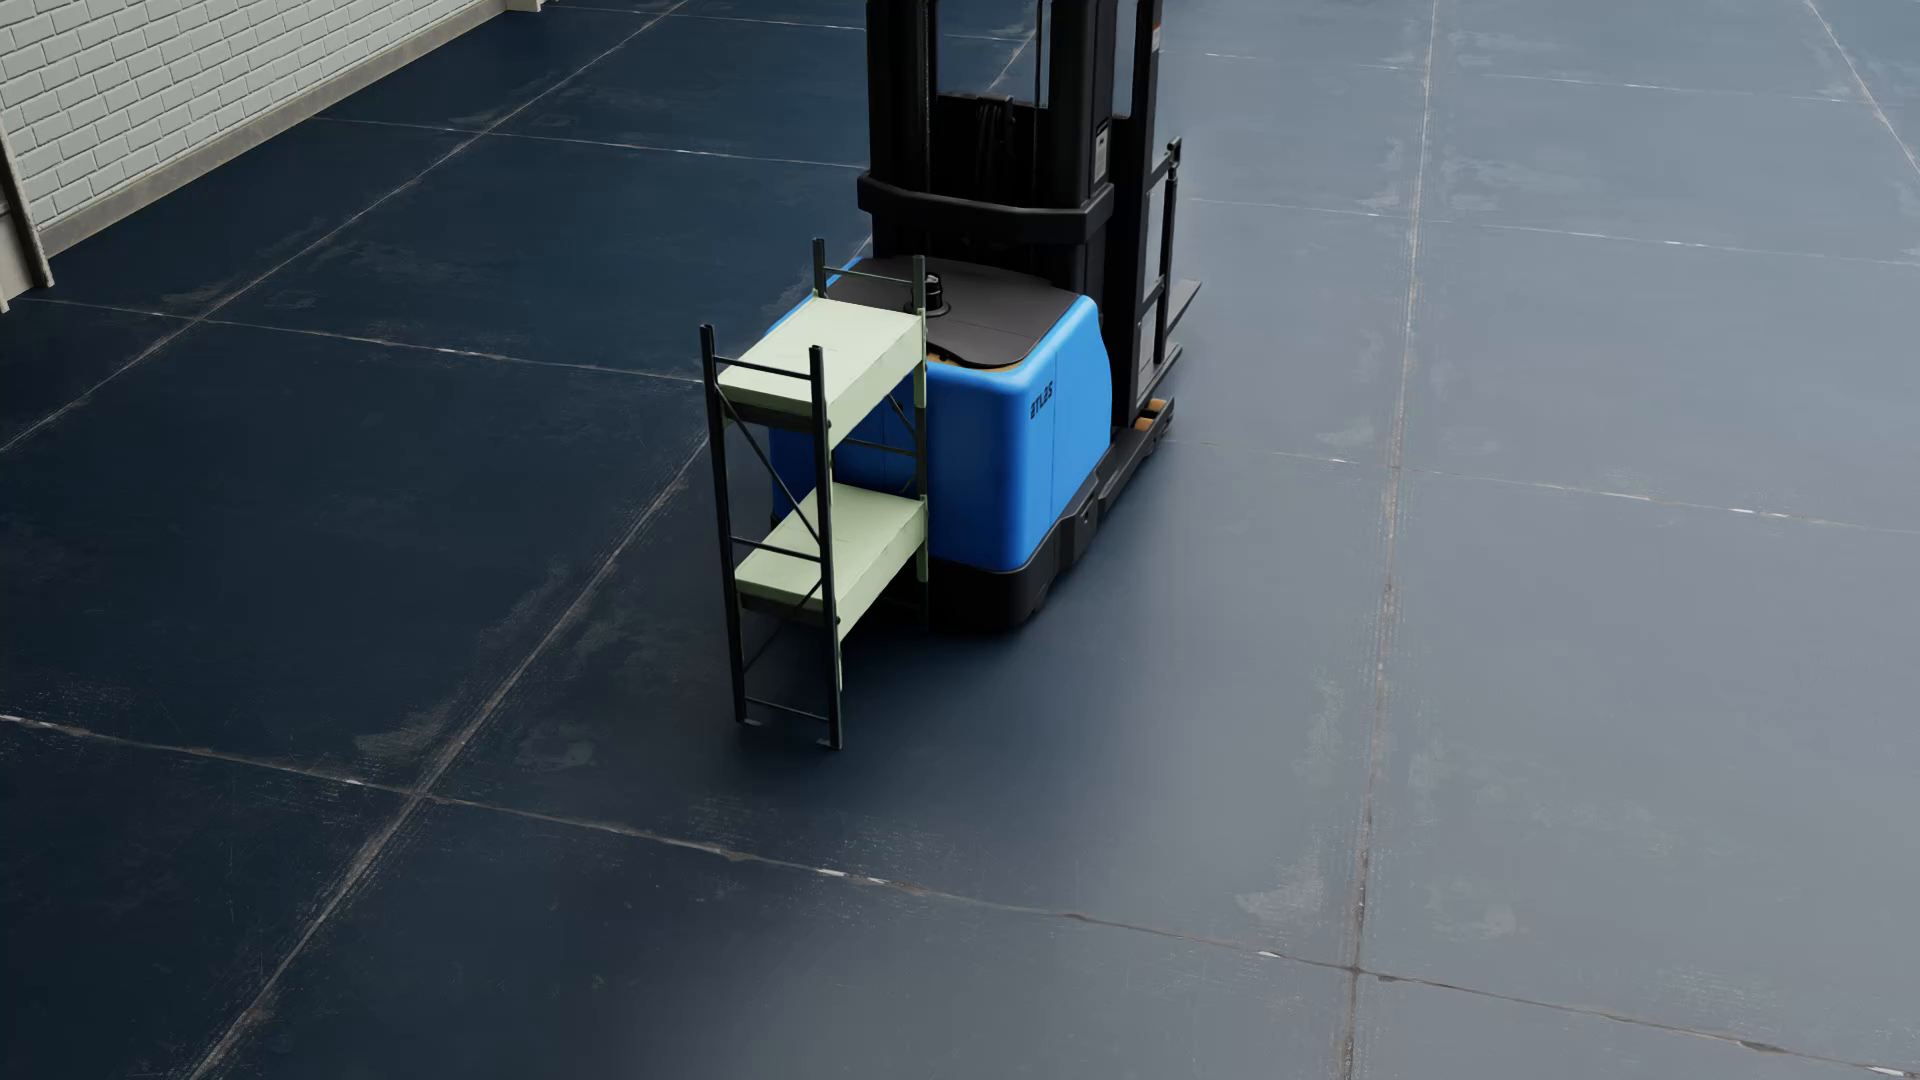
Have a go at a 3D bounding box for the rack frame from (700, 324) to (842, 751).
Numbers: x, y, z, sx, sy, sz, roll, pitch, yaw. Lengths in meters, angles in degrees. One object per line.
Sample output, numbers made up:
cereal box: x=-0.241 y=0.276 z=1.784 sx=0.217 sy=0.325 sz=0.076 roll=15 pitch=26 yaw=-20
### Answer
rack frame: x=-0.588 y=0.033 z=5.300 sx=0.400 sy=1.500 sz=0.023 roll=13 pitch=35 yaw=19

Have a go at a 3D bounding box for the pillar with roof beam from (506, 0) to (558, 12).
pillar with roof beam: x=0.640 y=-7.618 z=10.346 sx=9.100 sy=9.000 sz=0.400 roll=8 pitch=33 yaw=12

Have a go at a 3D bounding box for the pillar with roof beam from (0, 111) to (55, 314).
pillar with roof beam: x=-0.882 y=-4.505 z=5.448 sx=9.100 sy=9.000 sz=0.400 roll=8 pitch=33 yaw=12

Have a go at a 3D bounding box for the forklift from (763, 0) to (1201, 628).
forklift: x=0.317 y=-1.692 z=6.680 sx=1.130 sy=2.935 sz=3.031 roll=13 pitch=35 yaw=19

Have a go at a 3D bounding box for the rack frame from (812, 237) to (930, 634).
rack frame: x=-0.302 y=-0.328 z=5.868 sx=0.400 sy=1.500 sz=0.023 roll=13 pitch=35 yaw=19

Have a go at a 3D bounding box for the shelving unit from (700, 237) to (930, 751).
shelving unit: x=-0.445 y=-0.148 z=5.584 sx=0.431 sy=1.500 sz=0.755 roll=13 pitch=35 yaw=19

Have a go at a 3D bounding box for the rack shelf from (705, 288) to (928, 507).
rack shelf: x=-0.445 y=-0.477 z=5.375 sx=0.431 sy=0.370 sz=0.720 roll=13 pitch=35 yaw=19

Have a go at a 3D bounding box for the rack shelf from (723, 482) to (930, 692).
rack shelf: x=-0.445 y=0.128 z=5.759 sx=0.431 sy=0.370 sz=0.720 roll=13 pitch=35 yaw=19
